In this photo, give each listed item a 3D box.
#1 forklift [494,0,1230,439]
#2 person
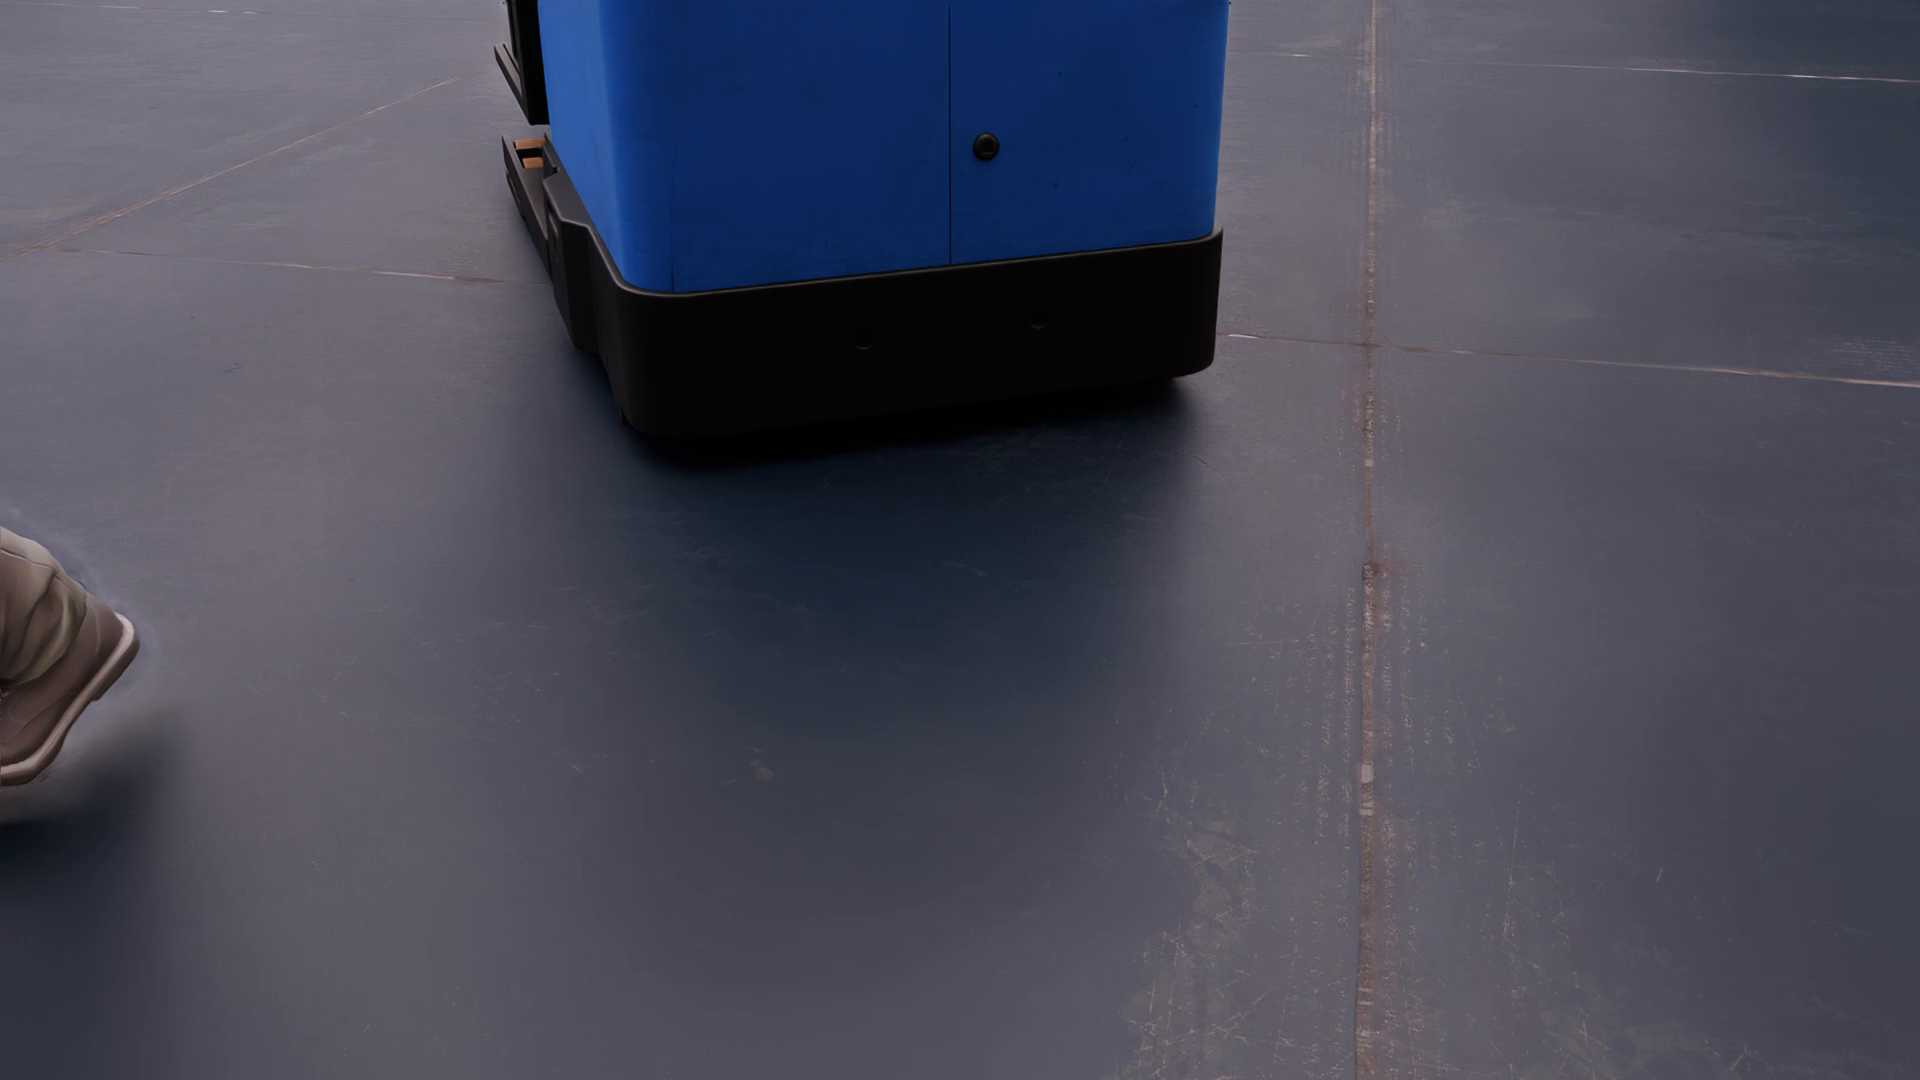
[{"bbox_3d":[-0.504,-2.113,3.435,1.130,2.935,3.031,-9,28,-17],"label":"forklift"},{"bbox_3d":[-1.544,-0.310,1.479,1.150,1.705,0.538,0,27,0],"label":"person"}]
